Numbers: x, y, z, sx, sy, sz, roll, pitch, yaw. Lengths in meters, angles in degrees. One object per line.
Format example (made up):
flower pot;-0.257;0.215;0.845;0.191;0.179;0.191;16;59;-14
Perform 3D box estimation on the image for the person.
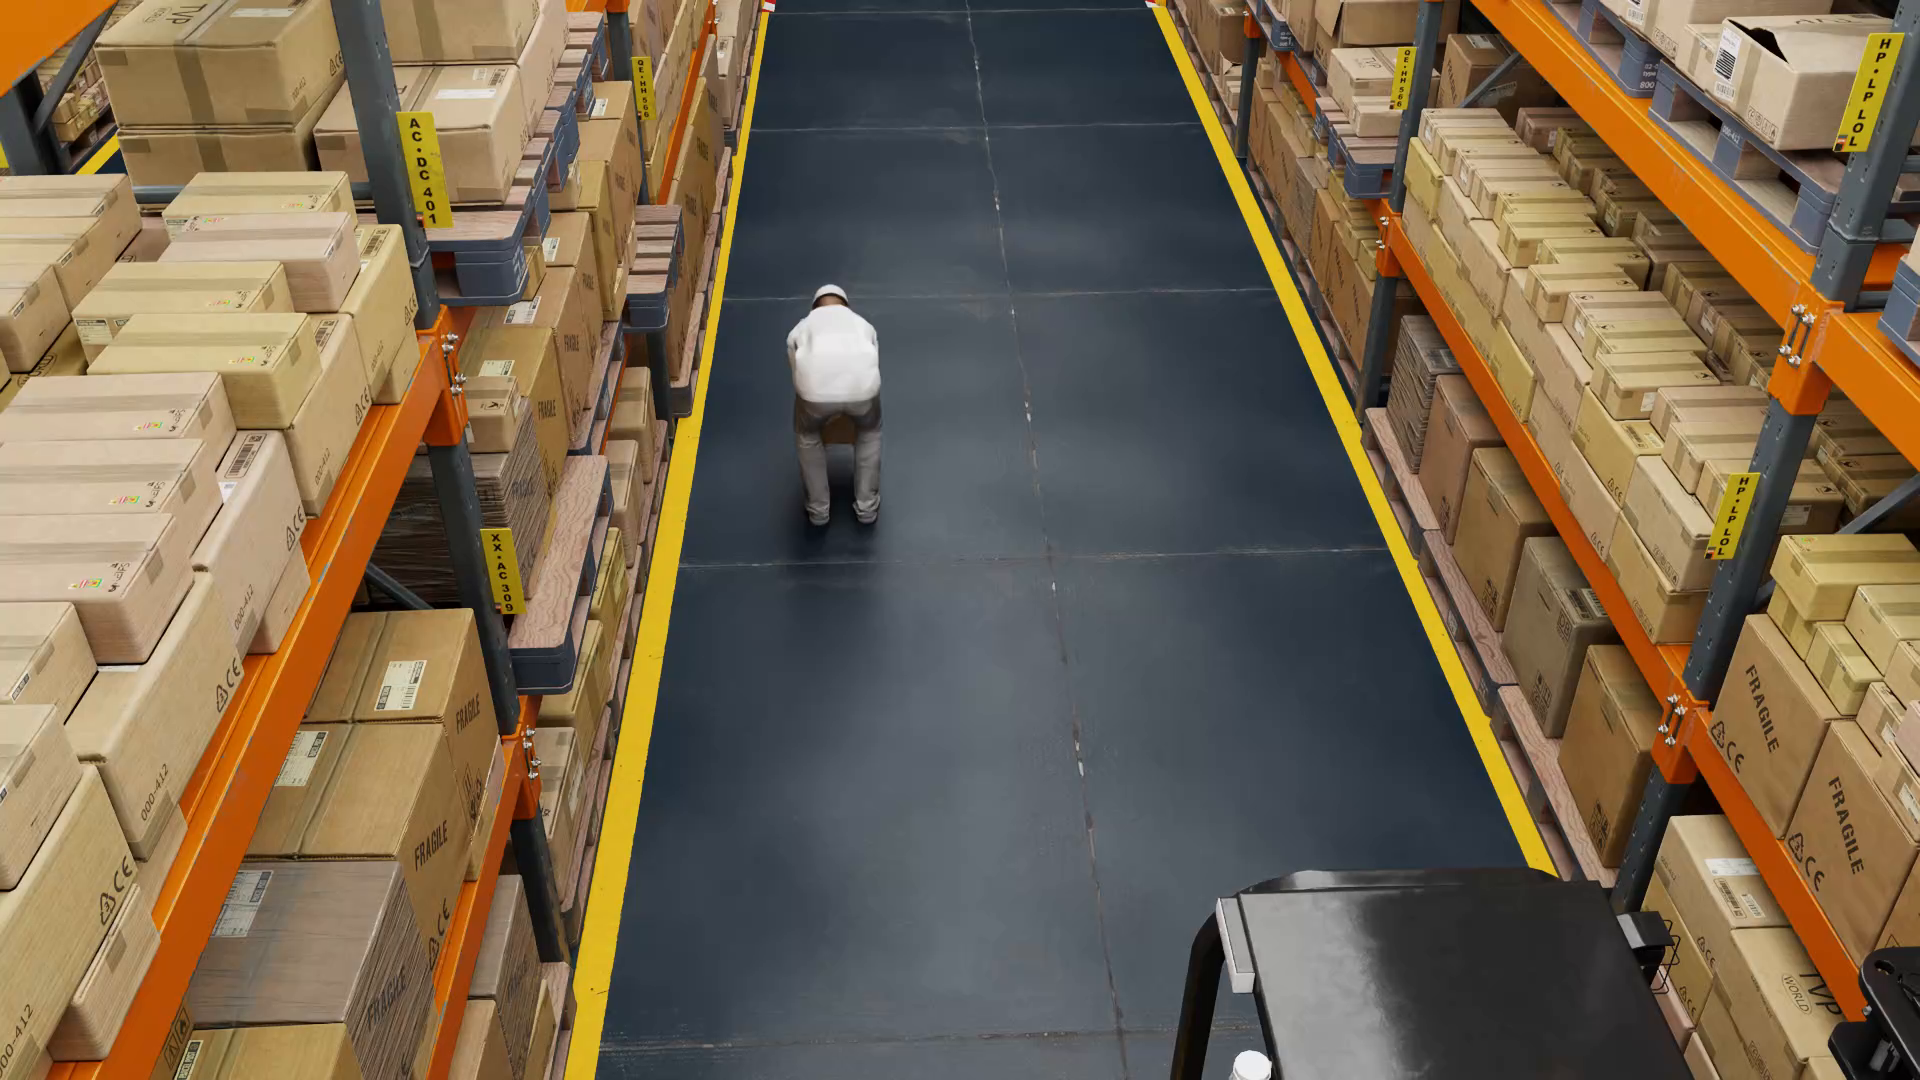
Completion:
person;-0.657;-0.720;8.800;0.480;1.075;0.982;-4;35;-5
